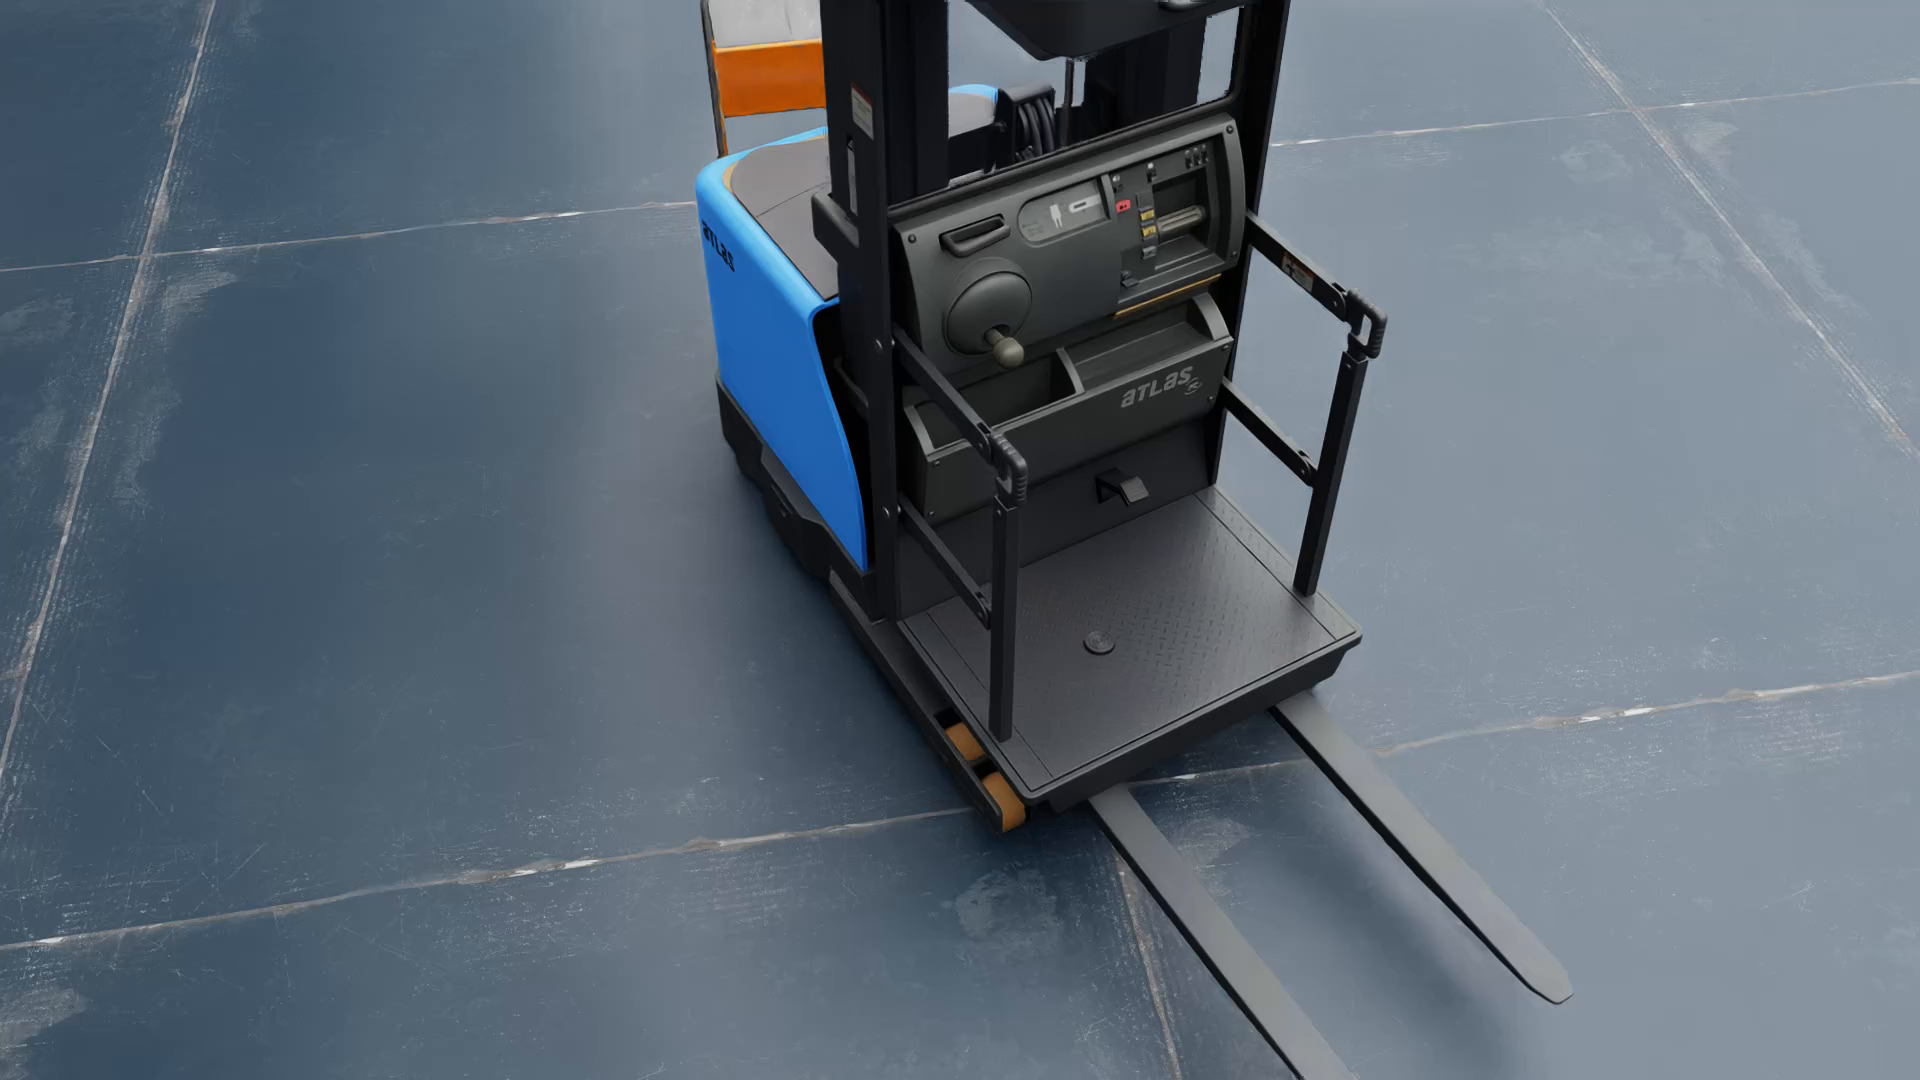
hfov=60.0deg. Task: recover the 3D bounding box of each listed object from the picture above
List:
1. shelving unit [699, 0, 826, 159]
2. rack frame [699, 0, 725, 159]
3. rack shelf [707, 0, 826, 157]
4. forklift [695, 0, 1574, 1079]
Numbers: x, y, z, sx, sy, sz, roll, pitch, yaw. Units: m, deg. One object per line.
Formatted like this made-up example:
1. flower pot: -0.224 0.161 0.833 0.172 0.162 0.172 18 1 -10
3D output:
1. shelving unit: -0.528 -1.463 5.199 0.503 2.100 0.431 -8 47 -7
2. rack frame: -0.768 -1.429 5.167 0.015 2.100 0.400 -8 47 -7
3. rack shelf: -0.528 -1.453 5.209 0.480 0.518 0.431 -8 47 -7
4. forklift: 0.394 -0.615 3.807 1.130 2.935 3.031 -23 50 -21
